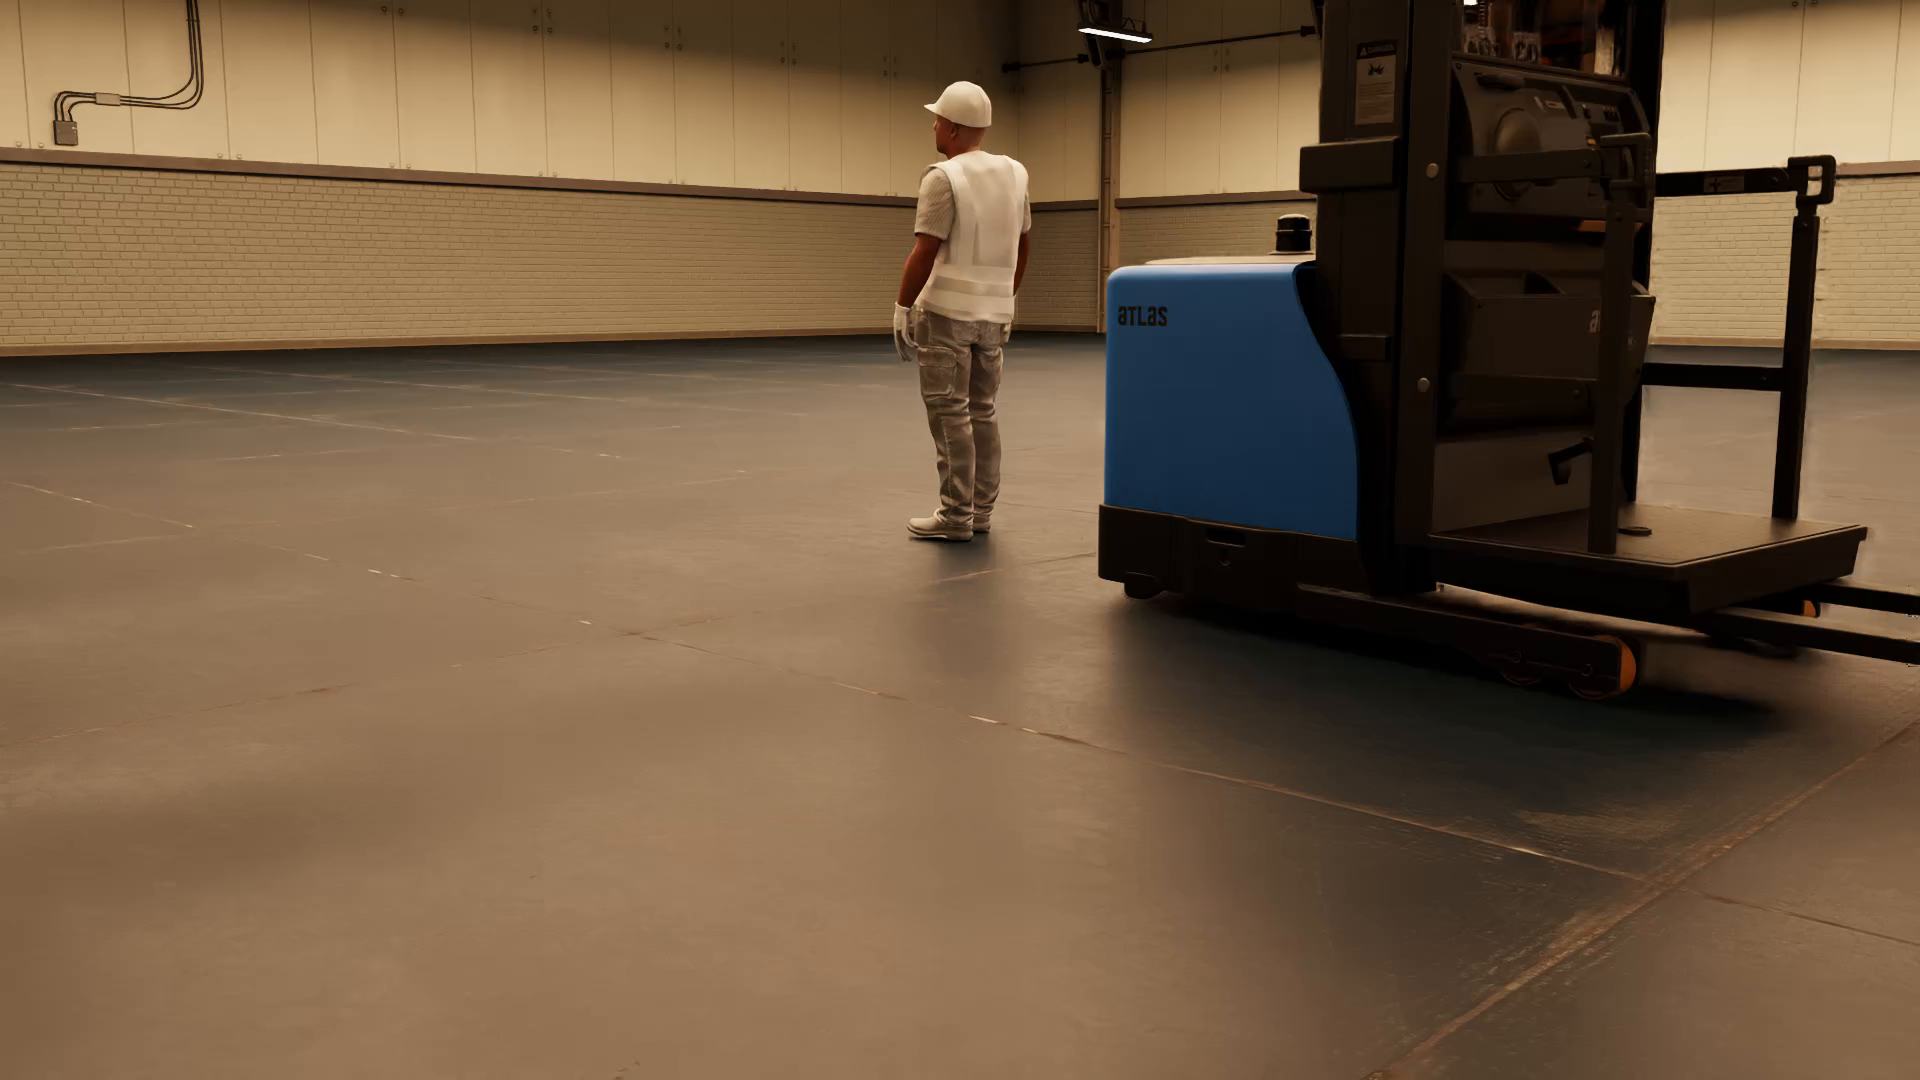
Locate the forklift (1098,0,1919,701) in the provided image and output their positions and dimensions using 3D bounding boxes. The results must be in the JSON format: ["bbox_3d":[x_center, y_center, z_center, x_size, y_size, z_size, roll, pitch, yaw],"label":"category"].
[{"bbox_3d":[1.782,-1.137,4.426,1.130,2.935,3.031,-7,11,-39],"label":"forklift"}]

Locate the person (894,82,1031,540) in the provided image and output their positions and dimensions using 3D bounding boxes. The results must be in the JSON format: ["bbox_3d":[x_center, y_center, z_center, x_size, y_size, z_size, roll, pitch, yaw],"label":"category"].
[{"bbox_3d":[-0.046,-0.897,6.639,0.575,1.785,0.657,8,12,43],"label":"person"}]
